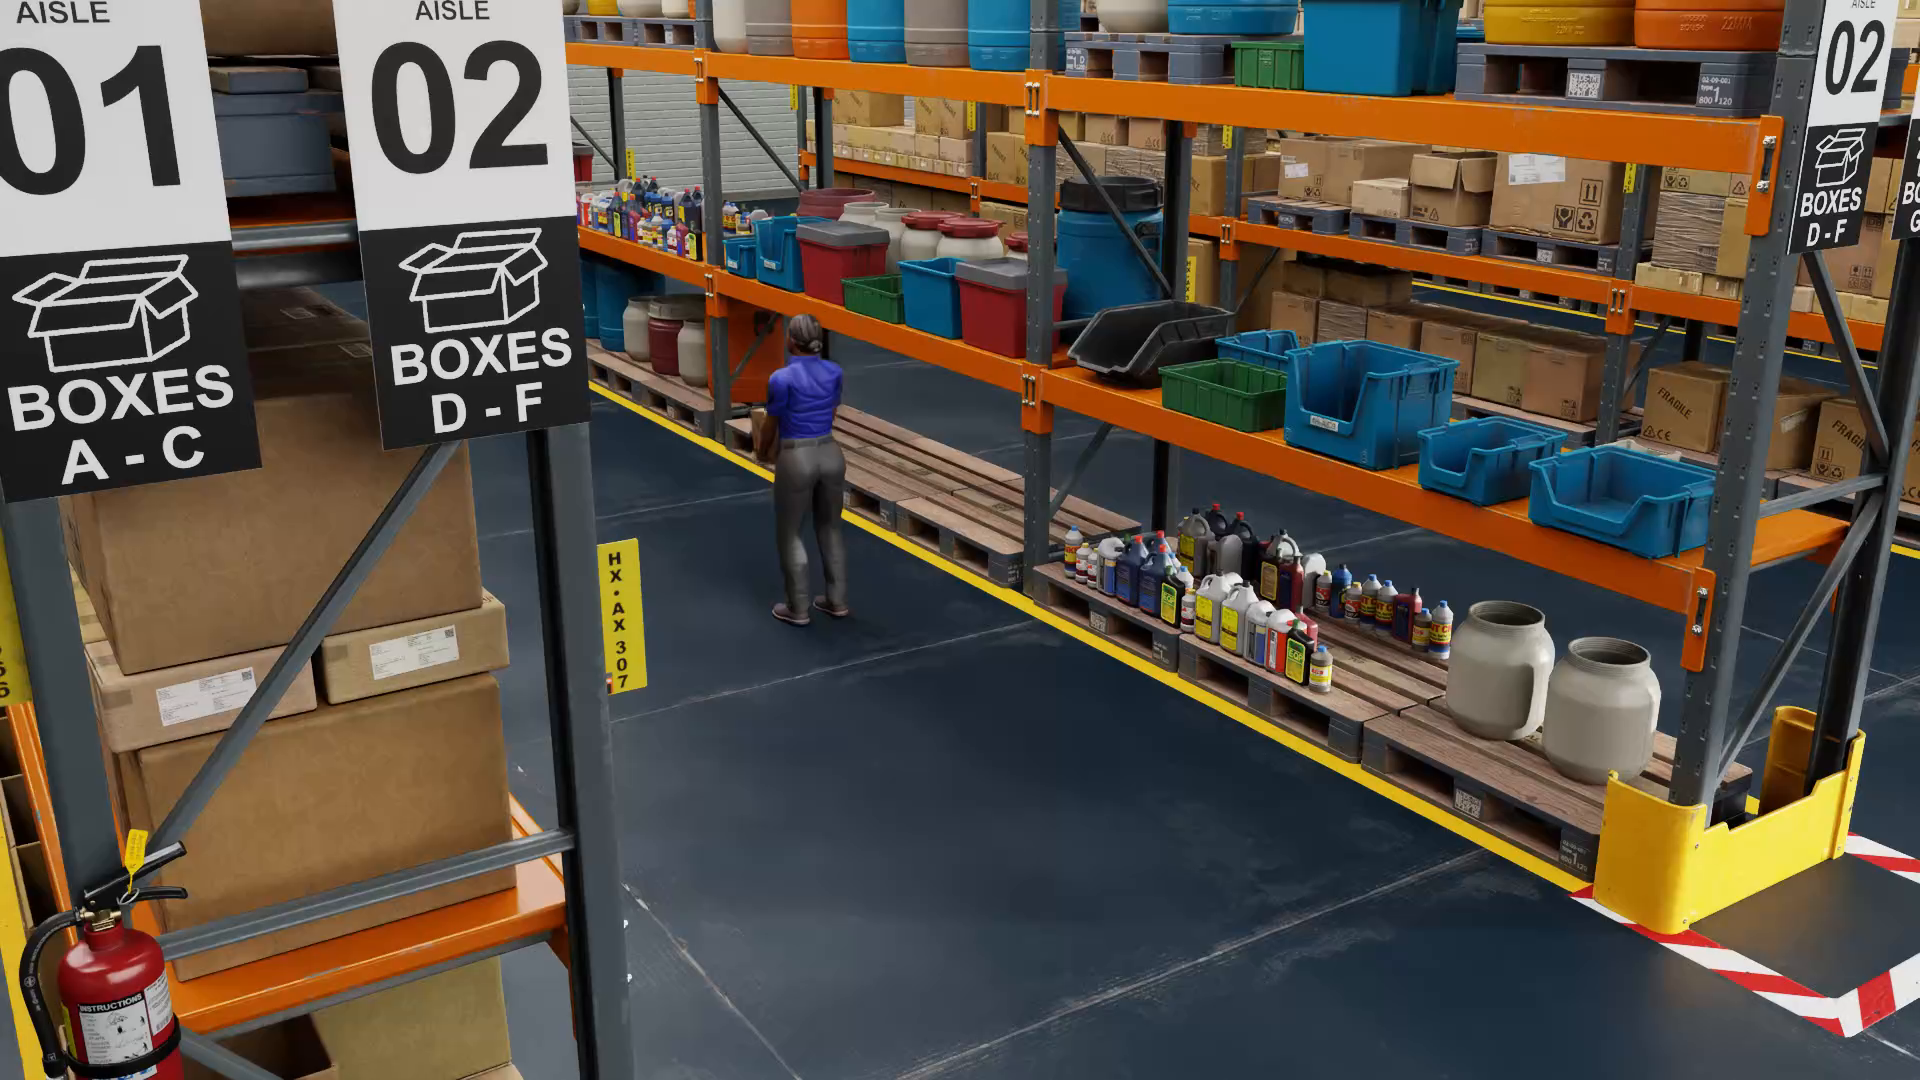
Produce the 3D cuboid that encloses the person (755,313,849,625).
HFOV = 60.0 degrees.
[{"bbox_3d":[-0.847,-0.389,8.776,0.435,1.649,0.505,-12,22,-32],"label":"person"}]
